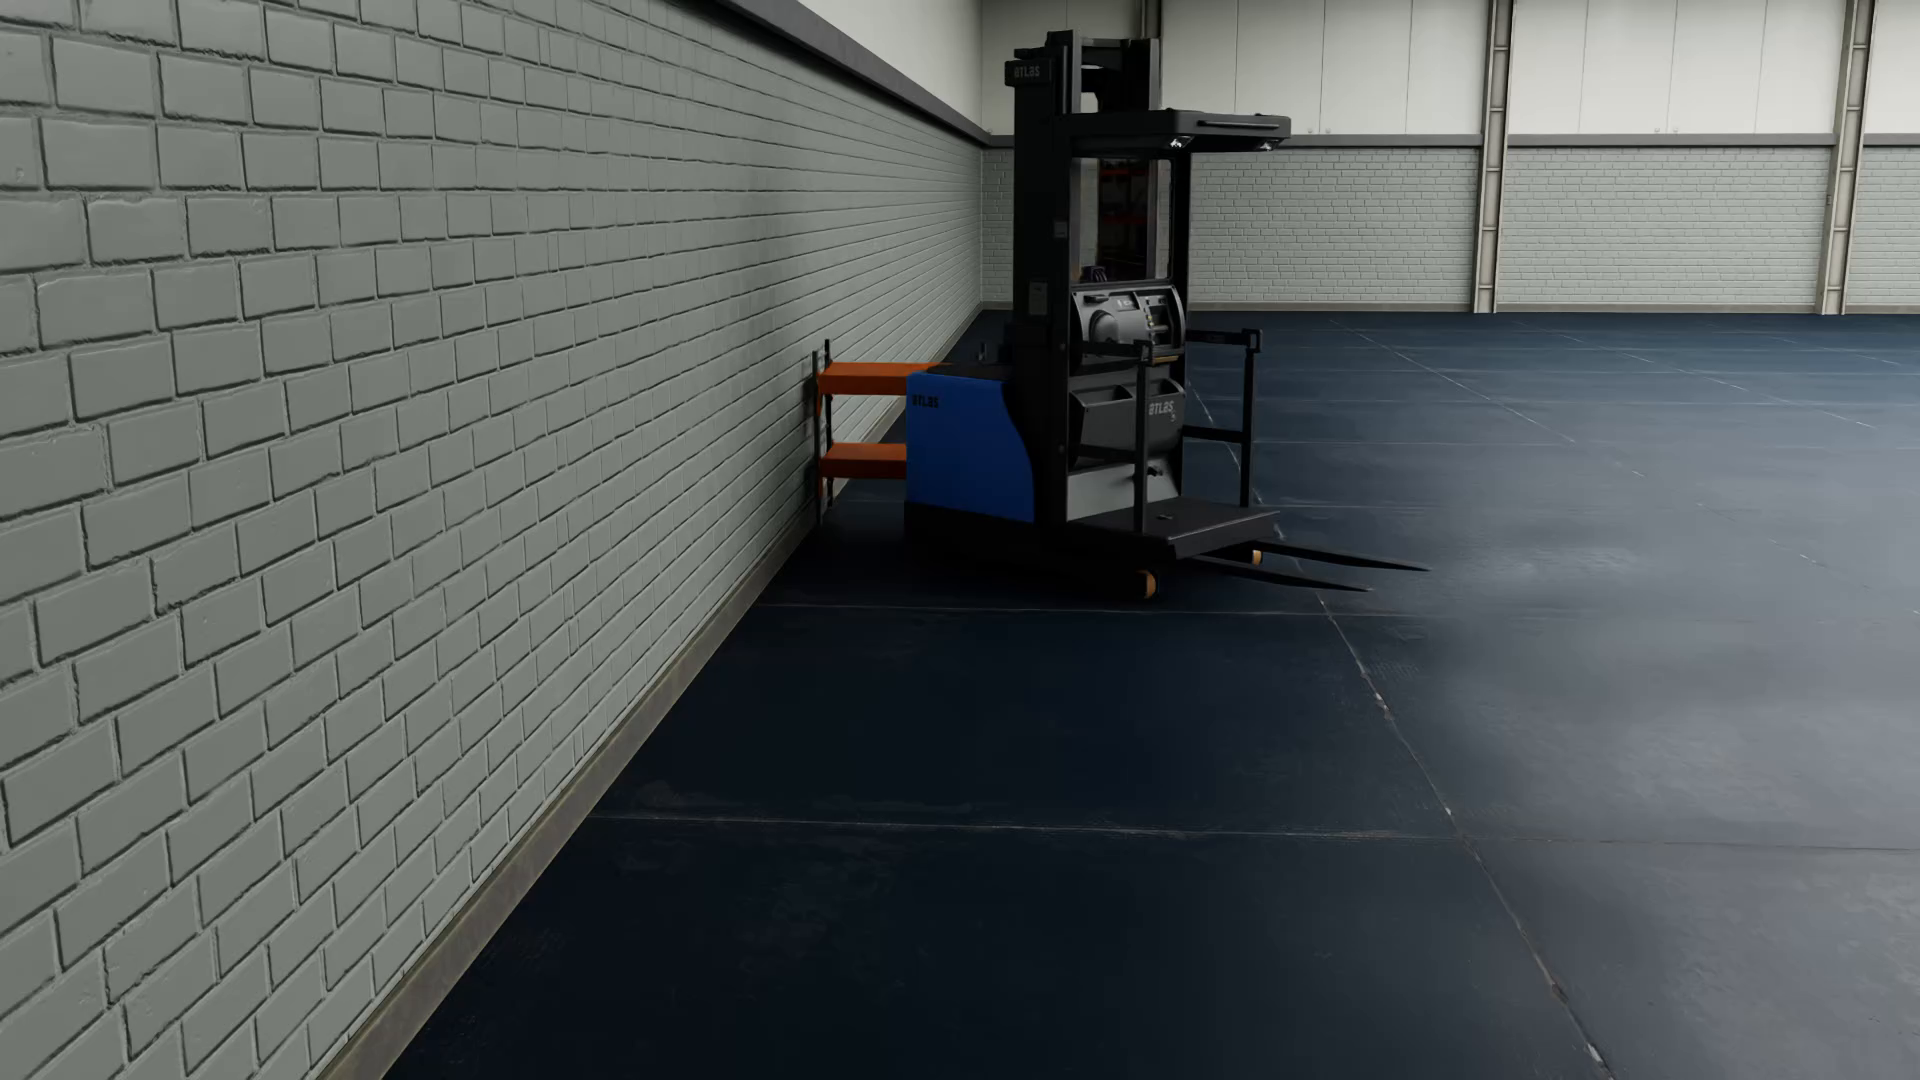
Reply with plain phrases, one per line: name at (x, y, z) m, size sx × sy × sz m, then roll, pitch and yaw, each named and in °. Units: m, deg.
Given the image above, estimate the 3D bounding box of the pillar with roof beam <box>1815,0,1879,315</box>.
pillar with roof beam at (15.048, -7.514, 24.211) m, size 0.400 × 9.000 × 9.100 m, roll 1°, pitch 12°, yaw 4°

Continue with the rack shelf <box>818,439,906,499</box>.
rack shelf at (-0.378, -0.454, 10.770) m, size 1.000 × 0.278 × 0.538 m, roll 1°, pitch 16°, yaw 5°

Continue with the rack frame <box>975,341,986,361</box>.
rack frame at (0.128, -0.677, 10.660) m, size 0.032 × 1.125 × 0.500 m, roll 1°, pitch 16°, yaw 5°

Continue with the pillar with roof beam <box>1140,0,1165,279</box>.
pillar with roof beam at (3.075, -7.678, 24.996) m, size 0.400 × 9.000 × 9.100 m, roll 1°, pitch 12°, yaw 4°

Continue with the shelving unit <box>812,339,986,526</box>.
shelving unit at (-0.378, -0.689, 10.703) m, size 1.048 × 1.125 × 0.538 m, roll 1°, pitch 16°, yaw 5°

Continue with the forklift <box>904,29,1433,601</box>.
forklift at (1.085, -1.235, 9.014) m, size 3.031 × 2.935 × 1.130 m, roll 11°, pitch 16°, yaw 42°

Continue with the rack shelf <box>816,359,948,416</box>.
rack shelf at (-0.378, -0.971, 10.623) m, size 1.000 × 0.278 × 0.538 m, roll 1°, pitch 16°, yaw 5°

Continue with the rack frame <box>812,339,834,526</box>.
rack frame at (-0.885, -0.702, 10.746) m, size 0.032 × 1.125 × 0.500 m, roll 1°, pitch 16°, yaw 5°

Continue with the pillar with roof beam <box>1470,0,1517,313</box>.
pillar with roof beam at (9.062, -7.596, 24.604) m, size 0.400 × 9.000 × 9.100 m, roll 1°, pitch 12°, yaw 4°
